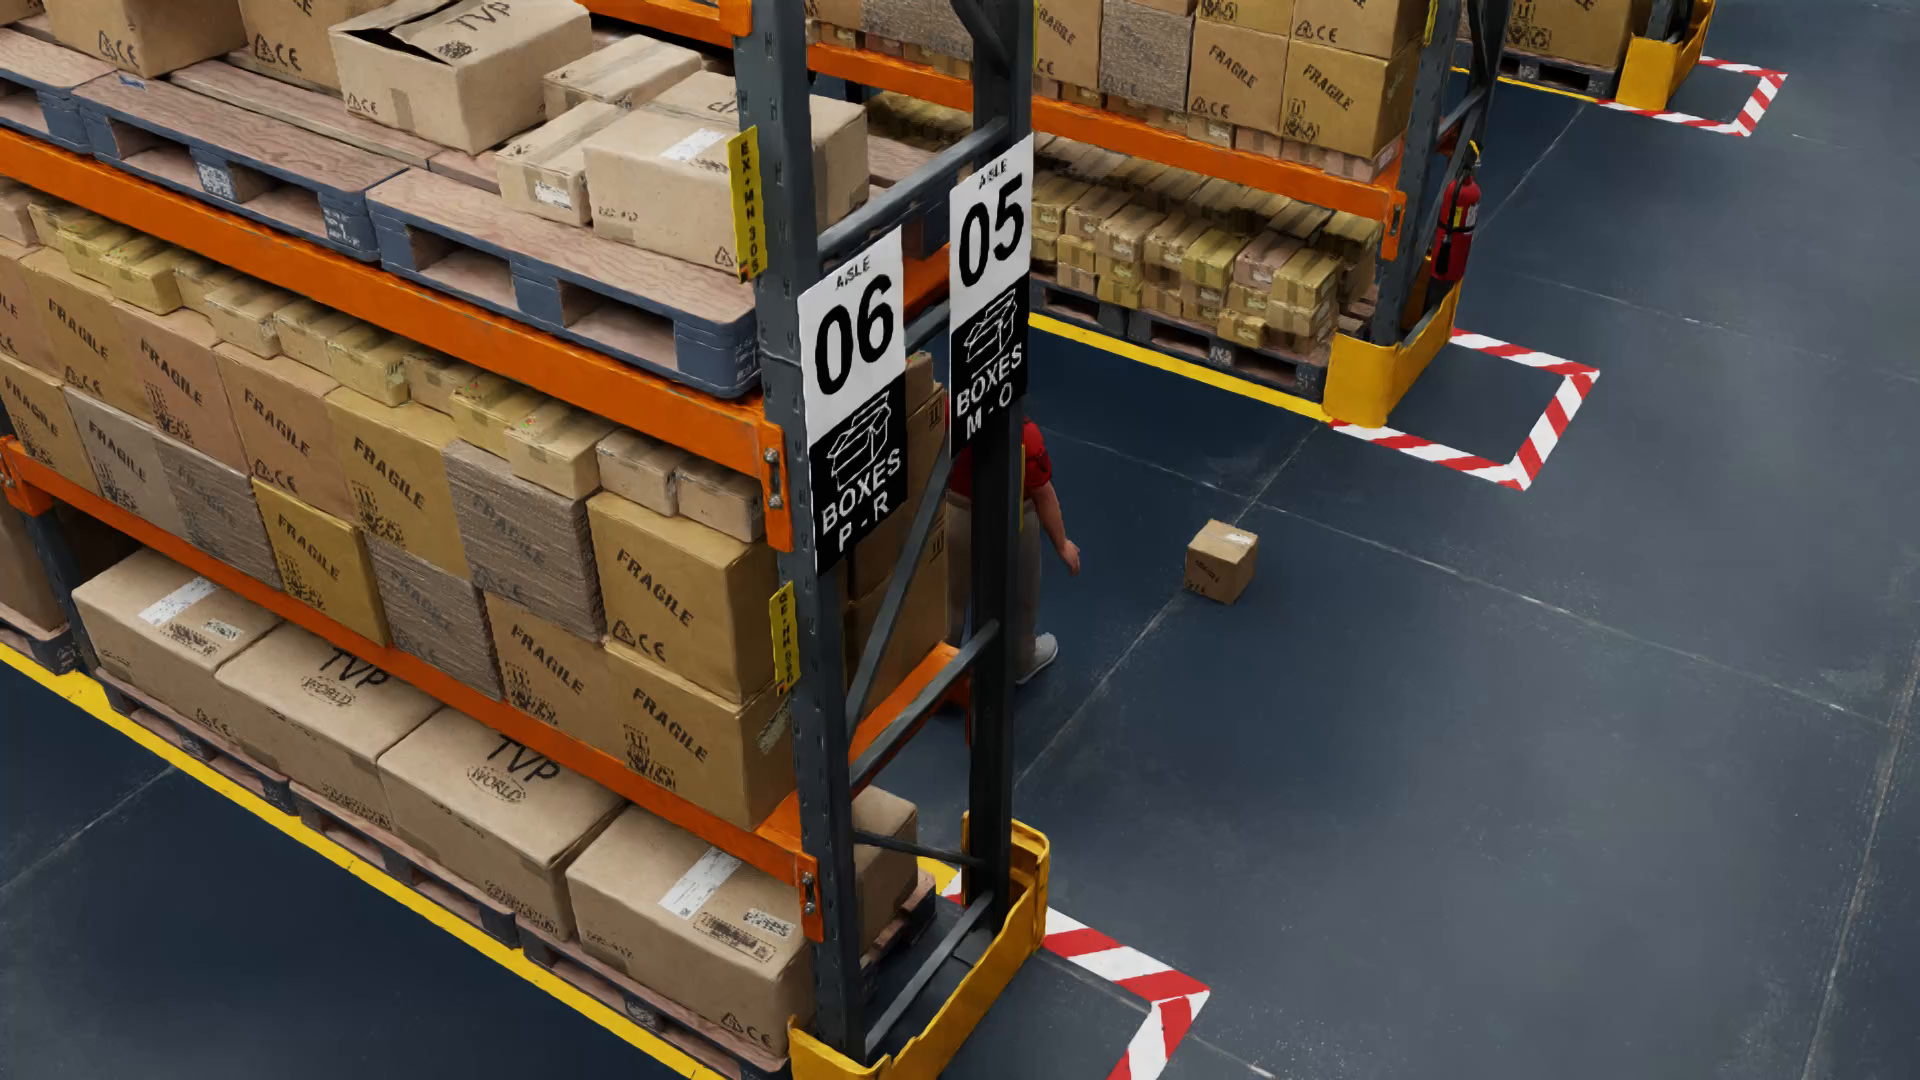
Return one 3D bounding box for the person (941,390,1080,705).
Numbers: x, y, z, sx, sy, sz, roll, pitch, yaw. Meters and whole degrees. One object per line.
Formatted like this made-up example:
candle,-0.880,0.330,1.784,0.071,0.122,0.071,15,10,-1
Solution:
person,0.157,-0.076,6.776,0.750,1.716,0.620,17,41,21
